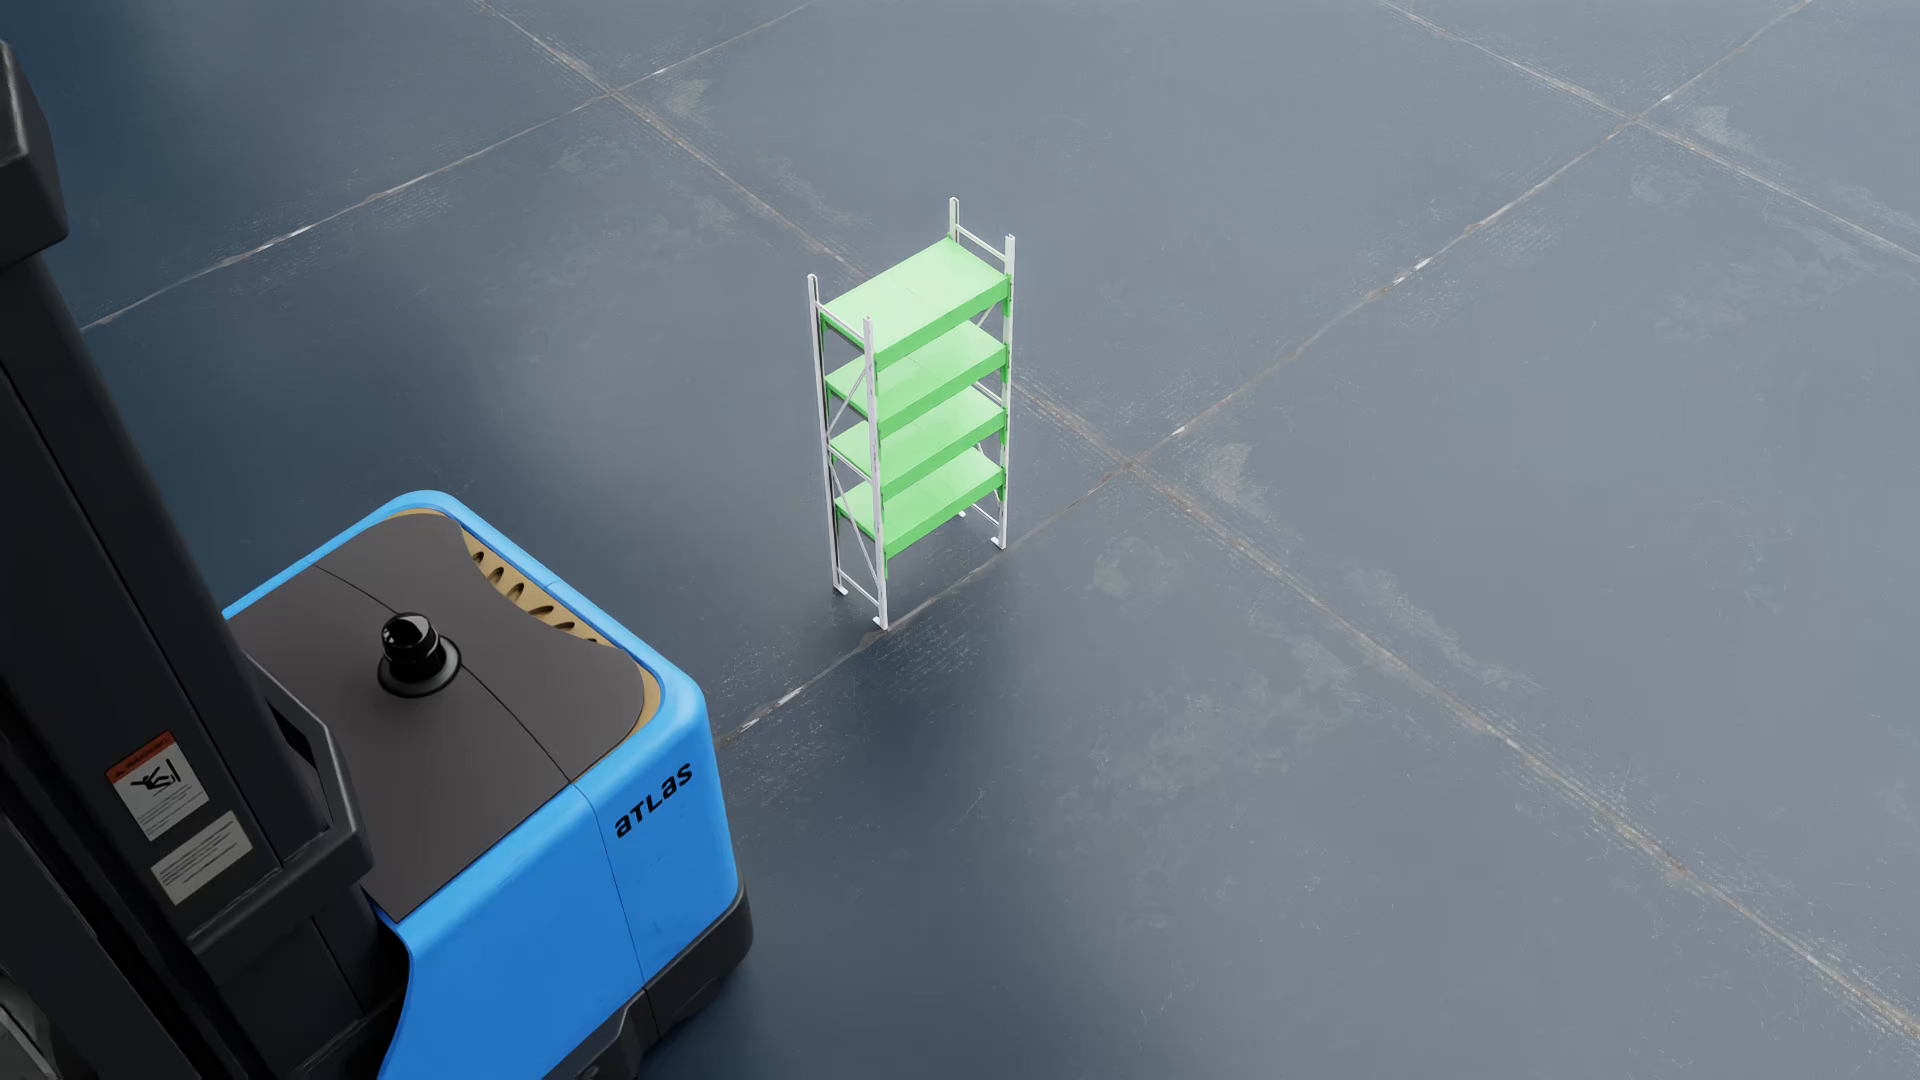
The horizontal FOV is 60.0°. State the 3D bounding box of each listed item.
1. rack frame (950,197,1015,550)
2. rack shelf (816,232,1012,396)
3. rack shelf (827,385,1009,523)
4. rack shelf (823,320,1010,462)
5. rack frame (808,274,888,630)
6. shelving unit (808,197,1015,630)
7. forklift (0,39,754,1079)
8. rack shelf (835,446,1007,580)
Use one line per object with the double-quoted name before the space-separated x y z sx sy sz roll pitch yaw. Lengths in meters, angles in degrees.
"rack frame" 0.058 -0.446 4.845 0.015 1.200 0.240 -34 56 -27
"rack shelf" -0.122 -0.607 4.428 0.480 0.148 0.258 -34 56 -27
"rack shelf" -0.122 -0.282 4.780 0.480 0.148 0.258 -34 56 -27
"rack shelf" -0.122 -0.444 4.604 0.480 0.148 0.258 -34 56 -27
"rack frame" -0.303 -0.204 4.622 0.015 1.200 0.240 -34 56 -27
"shelving unit" -0.122 -0.325 4.734 0.503 1.200 0.258 -34 56 -27
"forklift" -1.871 0.640 2.665 1.130 2.935 3.031 33 55 26
"rack shelf" -0.122 -0.119 4.957 0.480 0.148 0.258 -34 56 -27
